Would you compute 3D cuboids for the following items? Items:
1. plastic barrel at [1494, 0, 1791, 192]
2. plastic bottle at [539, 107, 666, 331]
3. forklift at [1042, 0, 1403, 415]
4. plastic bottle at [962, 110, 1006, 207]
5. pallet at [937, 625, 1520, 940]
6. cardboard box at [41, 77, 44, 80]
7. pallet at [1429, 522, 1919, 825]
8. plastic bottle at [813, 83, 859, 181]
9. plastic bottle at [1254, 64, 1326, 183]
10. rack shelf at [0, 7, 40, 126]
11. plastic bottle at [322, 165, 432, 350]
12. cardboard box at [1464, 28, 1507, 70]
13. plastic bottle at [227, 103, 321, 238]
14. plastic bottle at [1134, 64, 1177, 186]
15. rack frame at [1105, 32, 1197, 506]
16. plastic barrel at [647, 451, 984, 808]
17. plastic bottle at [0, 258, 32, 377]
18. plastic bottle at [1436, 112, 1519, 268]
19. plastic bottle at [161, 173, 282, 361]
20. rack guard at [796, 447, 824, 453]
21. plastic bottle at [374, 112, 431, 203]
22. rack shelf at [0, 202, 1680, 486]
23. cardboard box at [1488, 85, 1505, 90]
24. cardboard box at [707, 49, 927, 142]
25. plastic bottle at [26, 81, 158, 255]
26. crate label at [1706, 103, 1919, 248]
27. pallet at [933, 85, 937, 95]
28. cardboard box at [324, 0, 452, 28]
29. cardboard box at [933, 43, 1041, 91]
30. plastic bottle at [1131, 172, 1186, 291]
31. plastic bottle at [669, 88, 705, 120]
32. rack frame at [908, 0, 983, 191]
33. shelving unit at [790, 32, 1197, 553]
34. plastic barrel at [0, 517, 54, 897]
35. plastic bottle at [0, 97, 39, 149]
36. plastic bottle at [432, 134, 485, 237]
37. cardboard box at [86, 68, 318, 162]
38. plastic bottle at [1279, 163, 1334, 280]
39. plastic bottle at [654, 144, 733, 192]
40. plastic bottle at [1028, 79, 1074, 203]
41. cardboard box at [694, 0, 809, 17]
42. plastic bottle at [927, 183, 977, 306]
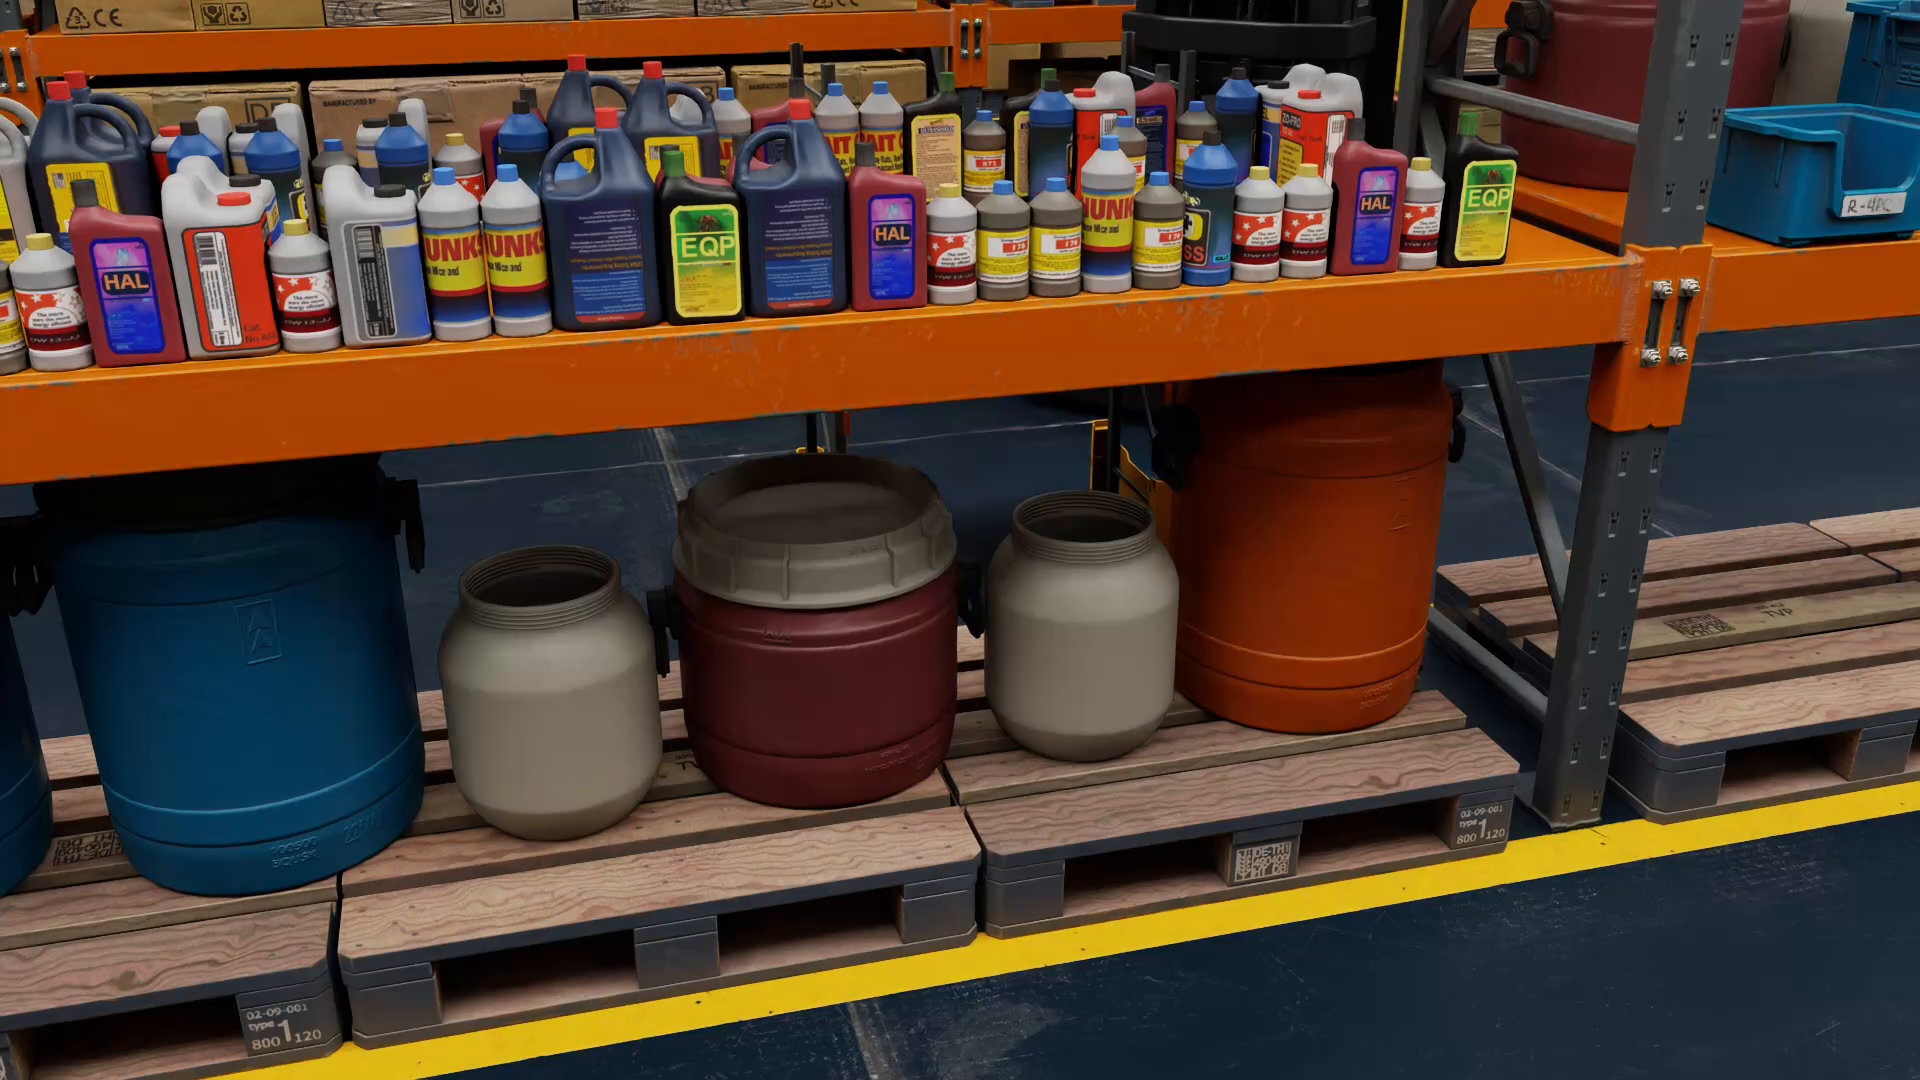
[{"bbox_3d":[1.615,-1.146,3.944,0.708,0.536,0.600,-6,24,-14],"label":"plastic barrel"},{"bbox_3d":[-0.596,-0.534,2.754,0.185,0.351,0.144,-6,24,-14],"label":"plastic bottle"},{"bbox_3d":[1.405,-2.280,6.846,1.130,2.935,3.031,13,27,28],"label":"forklift"},{"bbox_3d":[0.053,-0.839,3.653,0.097,0.201,0.097,0,23,0],"label":"plastic bottle"},{"bbox_3d":[0.502,0.462,3.905,1.213,0.211,1.003,-6,24,-14],"label":"pallet"},{"bbox_3d":[-6.198,-3.217,11.272,0.250,0.149,0.380,-6,24,-13],"label":"cardboard box"},{"bbox_3d":[2.006,0.295,4.295,1.213,0.211,1.003,-6,24,-14],"label":"pallet"},{"bbox_3d":[-0.263,-0.836,3.557,0.097,0.271,0.097,0,23,0],"label":"plastic bottle"},{"bbox_3d":[0.746,-0.939,3.791,0.135,0.276,0.152,-6,24,-14],"label":"plastic bottle"},{"bbox_3d":[-5.865,-1.830,6.622,4.000,0.370,1.077,-6,24,-14],"label":"rack shelf"},{"bbox_3d":[-0.938,-0.464,2.684,0.135,0.276,0.152,-6,24,-14],"label":"plastic bottle"},{"bbox_3d":[4.012,-4.474,14.034,0.875,0.875,0.875,-6,24,-14],"label":"cardboard box"},{"bbox_3d":[-1.342,-0.707,3.252,0.135,0.276,0.152,-6,24,-14],"label":"plastic bottle"},{"bbox_3d":[0.417,-0.924,3.748,0.133,0.283,0.061,-6,24,-14],"label":"plastic bottle"},{"bbox_3d":[0.572,-0.752,5.102,0.032,1.500,0.500,-6,24,-14],"label":"rack frame"},{"bbox_3d":[-0.304,0.175,3.563,0.708,0.588,0.600,-6,24,-14],"label":"plastic barrel"},{"bbox_3d":[-1.488,-0.358,2.531,0.097,0.201,0.097,0,23,0],"label":"plastic bottle"},{"bbox_3d":[0.976,-0.660,3.133,0.133,0.283,0.061,-6,24,-14],"label":"plastic bottle"},{"bbox_3d":[-1.161,-0.439,2.627,0.135,0.276,0.152,-6,24,-14],"label":"plastic bottle"},{"bbox_3d":[-0.406,-0.070,5.096,0.087,0.250,0.587,-6,24,-14],"label":"rack guard"},{"bbox_3d":[-1.068,-0.685,3.205,0.097,0.271,0.097,0,23,0],"label":"plastic bottle"},{"bbox_3d":[-0.676,-0.375,3.233,4.000,0.370,1.077,-6,24,-14],"label":"rack shelf"},{"bbox_3d":[3.166,-2.222,9.236,0.500,0.500,0.700,-8,25,-18],"label":"cardboard box"},{"bbox_3d":[-0.758,-1.950,8.153,0.875,0.875,1.225,-7,24,-17],"label":"cardboard box"},{"bbox_3d":[-1.588,-0.657,3.040,0.185,0.351,0.144,-6,24,-14],"label":"plastic bottle"},{"bbox_3d":[1.757,-0.745,3.393,0.416,0.233,0.303,-6,24,-14],"label":"crate label"},{"bbox_3d":[-0.551,-3.467,13.063,1.213,0.211,1.003,-6,24,-14],"label":"pallet"},{"bbox_3d":[-2.463,-2.480,7.100,0.500,0.500,0.500,-7,24,-16],"label":"cardboard box"},{"bbox_3d":[0.121,-3.977,13.036,0.750,0.750,1.050,-6,24,-14],"label":"cardboard box"},{"bbox_3d":[0.356,-0.561,3.006,0.097,0.201,0.097,0,23,0],"label":"plastic bottle"},{"bbox_3d":[-0.589,-0.791,3.446,0.135,0.276,0.152,-6,24,-14],"label":"plastic bottle"},{"bbox_3d":[-0.088,-2.799,7.970,0.127,3.000,1.000,-6,24,-14],"label":"rack frame"},{"bbox_3d":[0.073,-0.697,4.973,1.083,1.500,0.587,-6,24,-14],"label":"shelving unit"},{"bbox_3d":[-2.073,0.227,3.045,0.708,0.901,0.600,-6,24,-14],"label":"plastic barrel"},{"bbox_3d":[-1.805,-0.692,3.122,0.185,0.351,0.144,-6,24,-14],"label":"plastic bottle"},{"bbox_3d":[-1.015,-0.721,3.377,0.097,0.201,0.097,0,23,0],"label":"plastic bottle"},{"bbox_3d":[-3.329,-1.666,7.490,0.875,0.875,1.225,-6,24,-14],"label":"cardboard box"},{"bbox_3d":[0.637,-0.593,3.079,0.097,0.201,0.097,0,23,0],"label":"plastic bottle"},{"bbox_3d":[-0.448,-0.528,2.824,0.133,0.283,0.061,-6,24,-14],"label":"plastic bottle"},{"bbox_3d":[0.198,-0.862,3.618,0.097,0.271,0.097,0,23,0],"label":"plastic bottle"},{"bbox_3d":[-0.978,-2.648,7.490,0.500,0.500,0.500,-7,24,-15],"label":"cardboard box"},{"bbox_3d":[-0.019,-0.520,2.910,0.097,0.201,0.097,0,23,0],"label":"plastic bottle"}]
